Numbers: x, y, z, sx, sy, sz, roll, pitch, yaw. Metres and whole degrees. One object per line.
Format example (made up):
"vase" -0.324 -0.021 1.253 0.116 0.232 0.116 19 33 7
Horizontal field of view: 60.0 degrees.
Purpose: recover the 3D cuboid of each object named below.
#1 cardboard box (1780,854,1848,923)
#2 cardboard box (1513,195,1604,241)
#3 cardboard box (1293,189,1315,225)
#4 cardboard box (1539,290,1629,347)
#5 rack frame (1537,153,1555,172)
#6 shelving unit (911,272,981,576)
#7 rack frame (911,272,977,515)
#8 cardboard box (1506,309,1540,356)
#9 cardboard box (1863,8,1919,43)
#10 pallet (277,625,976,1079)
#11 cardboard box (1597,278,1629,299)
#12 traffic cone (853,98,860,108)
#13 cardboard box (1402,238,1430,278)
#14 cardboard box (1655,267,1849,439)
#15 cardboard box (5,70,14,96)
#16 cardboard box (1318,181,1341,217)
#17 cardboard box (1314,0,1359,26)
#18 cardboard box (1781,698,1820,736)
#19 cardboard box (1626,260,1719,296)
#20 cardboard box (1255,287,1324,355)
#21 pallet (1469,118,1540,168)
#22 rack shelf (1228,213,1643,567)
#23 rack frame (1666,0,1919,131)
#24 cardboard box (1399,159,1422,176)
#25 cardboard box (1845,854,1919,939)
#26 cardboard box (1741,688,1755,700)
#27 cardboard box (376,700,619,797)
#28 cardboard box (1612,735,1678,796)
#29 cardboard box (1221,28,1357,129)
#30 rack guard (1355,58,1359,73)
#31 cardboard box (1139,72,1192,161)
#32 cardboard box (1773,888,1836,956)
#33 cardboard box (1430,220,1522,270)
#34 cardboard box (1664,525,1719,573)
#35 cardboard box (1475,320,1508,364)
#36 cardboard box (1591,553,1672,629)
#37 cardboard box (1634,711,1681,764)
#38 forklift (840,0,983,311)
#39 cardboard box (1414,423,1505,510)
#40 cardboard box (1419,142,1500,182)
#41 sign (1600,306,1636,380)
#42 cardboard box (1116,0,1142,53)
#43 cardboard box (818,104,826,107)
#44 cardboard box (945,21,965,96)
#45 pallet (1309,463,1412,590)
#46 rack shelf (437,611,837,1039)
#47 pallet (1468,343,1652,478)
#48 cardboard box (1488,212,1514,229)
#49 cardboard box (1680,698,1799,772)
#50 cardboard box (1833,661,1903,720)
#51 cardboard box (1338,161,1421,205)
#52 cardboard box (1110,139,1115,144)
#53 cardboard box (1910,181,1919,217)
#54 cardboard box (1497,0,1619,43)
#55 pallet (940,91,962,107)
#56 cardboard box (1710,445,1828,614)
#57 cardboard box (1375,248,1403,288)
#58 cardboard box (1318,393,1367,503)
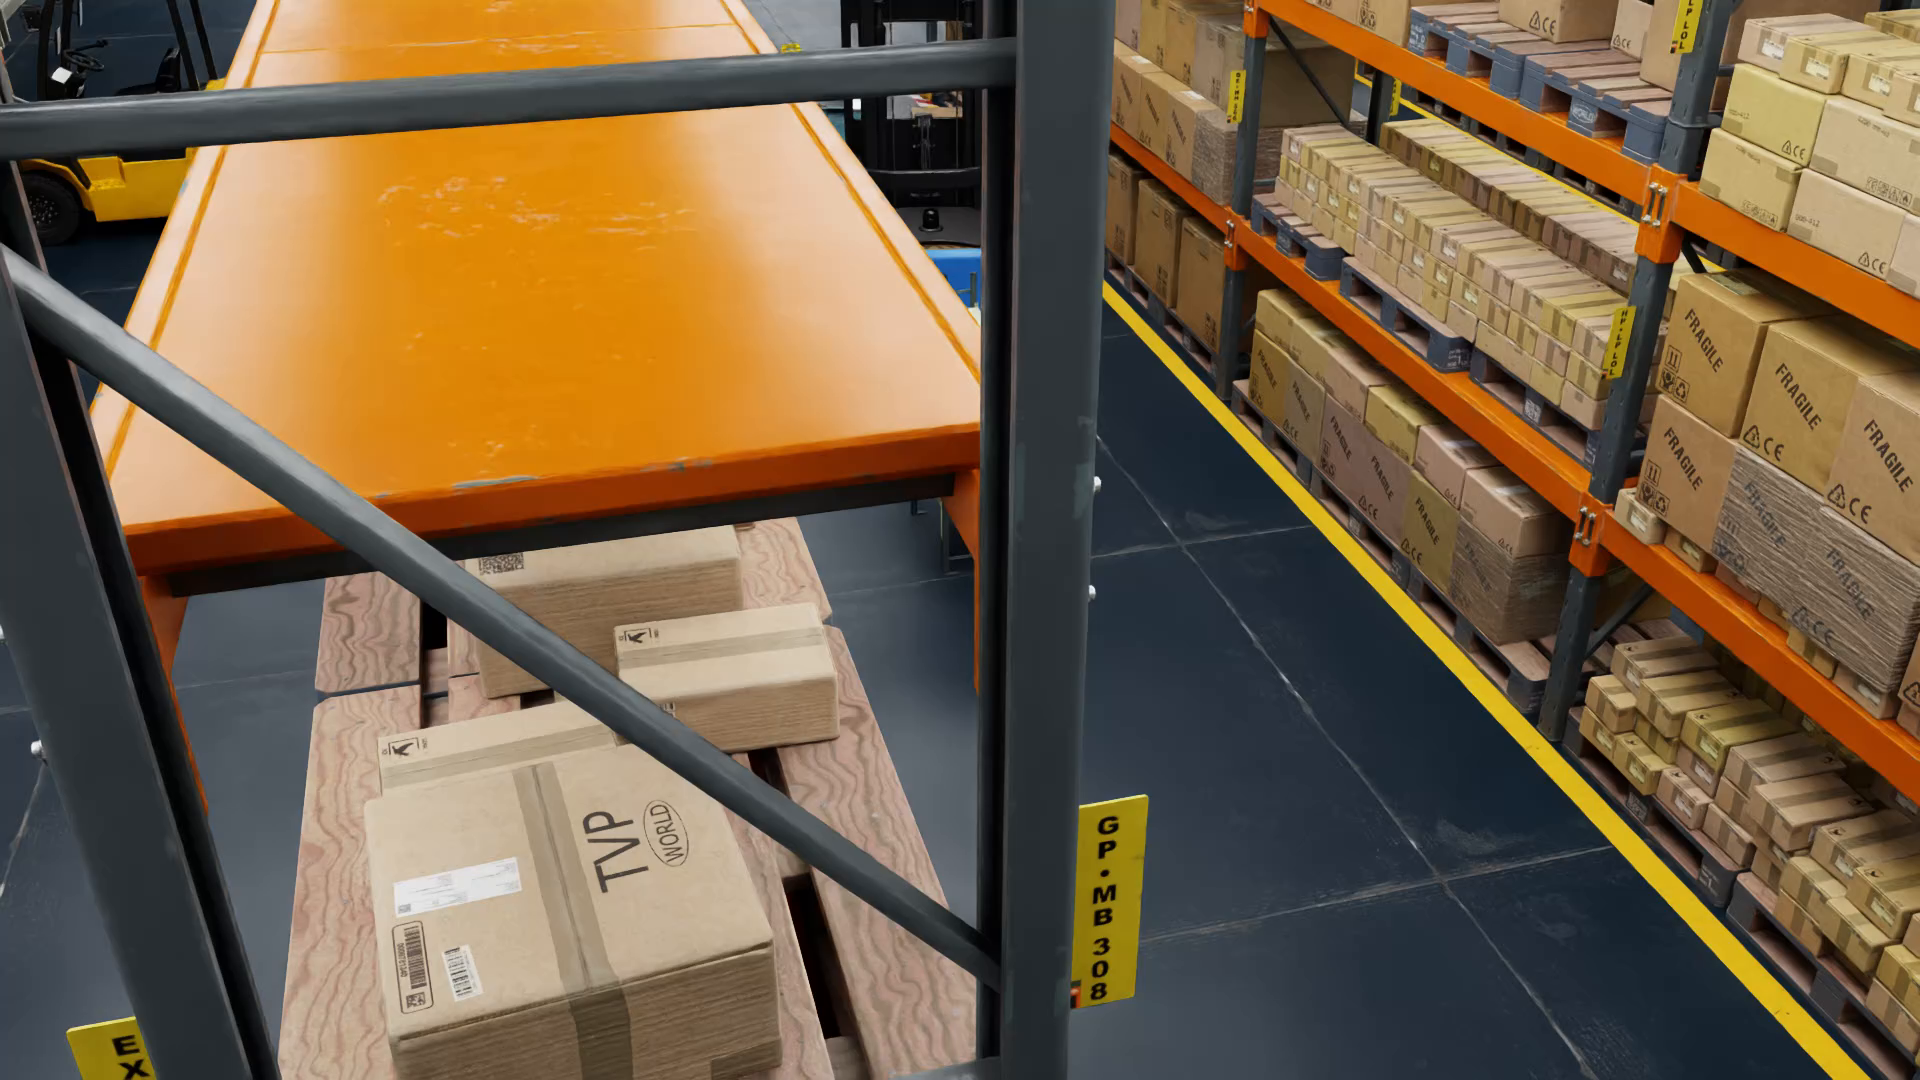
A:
"cardboard box" 3.487 1.353 6.549 0.380 0.149 0.250 -8 31 -14
"cardboard box" 3.241 -1.745 9.008 0.380 0.149 0.250 -7 31 -12
"cardboard box" 2.255 -2.041 10.113 0.380 0.149 0.250 -6 31 -11
"cardboard box" 2.954 -1.037 7.784 0.380 0.149 0.250 -9 31 -15
"rack frame" 6.007 -4.883 15.192 1.000 3.000 0.127 -8 31 -13
"shelving unit" -0.002 -0.652 9.380 0.431 1.500 0.755 -8 31 -13
"rack frame" -0.099 -0.829 9.685 0.400 1.500 0.023 -8 31 -13
"cardboard box" 2.891 -1.024 8.059 0.380 0.149 0.250 -7 31 -11
"cardboard box" 3.668 -1.916 6.325 0.380 0.149 0.250 -9 31 -16
"pallet" -0.570 0.614 2.790 1.003 0.211 1.213 -8 31 -13
"cardboard box" 3.451 -1.237 8.427 0.380 0.149 0.250 -9 31 -15
"traffic cone" -1.092 -4.661 17.341 0.336 0.463 0.334 -8 31 -13
"cardboard box" 2.613 -1.531 8.935 0.380 0.149 0.250 -7 31 -11
"cardboard box" 3.206 -0.763 6.679 0.500 0.500 0.500 -7 31 -12
"cardboard box" -8.971 -4.079 15.131 0.500 0.250 0.500 -7 31 -12
"cardboard box" 2.342 -2.023 9.785 0.380 0.149 0.250 -9 31 -15
"cardboard box" 2.294 -3.130 9.070 0.500 0.500 0.500 -8 31 -13
"cardboard box" 3.846 0.761 7.274 0.380 0.149 0.250 -8 31 -14
"cardboard box" 3.515 -1.249 8.150 0.380 0.149 0.250 -8 31 -13
"cardboard box" 2.209 -1.400 10.501 0.500 0.250 0.500 -9 31 -16
"pallet" 5.795 -3.996 16.443 1.003 0.211 1.213 -8 31 -13
"rack shelf" 2.791 -1.063 9.311 1.077 0.370 4.000 -8 31 -13
"rack frame" 3.321 -3.005 5.959 1.000 3.000 0.127 -8 31 -13
"cardboard box" 2.902 -2.236 10.153 0.380 0.149 0.250 -7 31 -11
"cardboard box" 3.603 1.338 6.277 0.380 0.149 0.250 -8 31 -13
"cardboard box" 3.795 0.754 7.583 0.380 0.149 0.250 -9 31 -16
"cardboard box" -0.757 0.419 2.770 0.380 0.149 0.250 -10 32 -17
"cardboard box" 3.179 0.991 7.471 0.380 0.149 0.250 -7 31 -12
"cardboard box" 2.150 -3.035 10.901 0.700 0.500 0.500 -8 31 -14
"rack guard" 4.965 -5.696 19.093 1.175 0.500 0.348 -8 31 -13
"cardboard box" 1.618 -3.048 11.922 0.500 0.500 0.500 -8 31 -14
"cardboard box" 3.492 1.483 6.620 0.380 0.149 0.250 -9 31 -15
"cardboard box" 2.681 -1.537 8.648 0.380 0.149 0.250 -9 31 -16
"cardboard box" 3.221 -0.005 7.014 0.380 0.149 0.250 -7 31 -12
"cardboard box" 2.825 -1.014 8.340 0.380 0.149 0.250 -9 31 -16
"cardboard box" 3.381 0.099 8.660 0.500 0.500 0.500 -7 31 -11
"cardboard box" 3.263 0.843 7.430 0.380 0.149 0.250 -8 31 -13
"forklift" -0.290 -2.961 11.939 1.130 2.935 3.031 -2 30 -4
"cardboard box" 2.756 -0.409 8.790 0.500 0.250 0.500 -6 31 -11
"cardboard box" 2.966 -2.247 9.876 0.380 0.149 0.250 -7 31 -12
"sign" 2.787 -0.834 7.041 0.100 0.325 0.005 -8 31 -13
"cardboard box" 1.608 -4.017 12.598 0.700 0.500 0.500 -8 31 -13
"cardboard box" -1.702 -3.905 15.995 0.637 0.503 0.797 19 35 29
"cardboard box" 0.380 -5.148 17.351 0.875 0.875 0.875 -8 31 -13
"pallet" 2.786 -0.168 9.829 1.003 0.211 1.213 -8 31 -13
"rack shelf" -0.893 0.277 4.000 1.077 0.370 4.000 -8 31 -13
"pallet" 3.259 -0.714 8.181 1.003 0.211 1.213 -8 31 -13
"cardboard box" 3.174 -1.742 9.299 0.380 0.149 0.250 -7 31 -12
"cardboard box" 3.344 0.836 7.143 0.380 0.149 0.250 -8 31 -14
"cardboard box" 3.477 0.510 6.125 0.380 0.149 0.250 -7 31 -11
"cardboard box" 2.400 -2.046 9.527 0.380 0.149 0.250 -9 31 -15
"cardboard box" 1.449 -3.193 14.098 1.050 0.750 0.750 -8 31 -14
"cardboard box" 3.466 -1.108 5.326 0.500 0.250 0.500 -7 31 -12
"cardboard box" 3.038 -2.697 7.898 0.797 0.503 0.637 -8 31 -14
"pallet" 0.424 -4.622 17.524 1.003 0.211 1.213 -8 31 -13
"cardboard box" 3.348 -0.070 6.480 0.500 0.500 0.500 -8 31 -13
"cardboard box" 2.538 -1.530 9.231 0.380 0.149 0.250 -7 31 -13
"cardboard box" 2.479 -0.575 9.826 0.500 0.500 0.500 -9 31 -15
